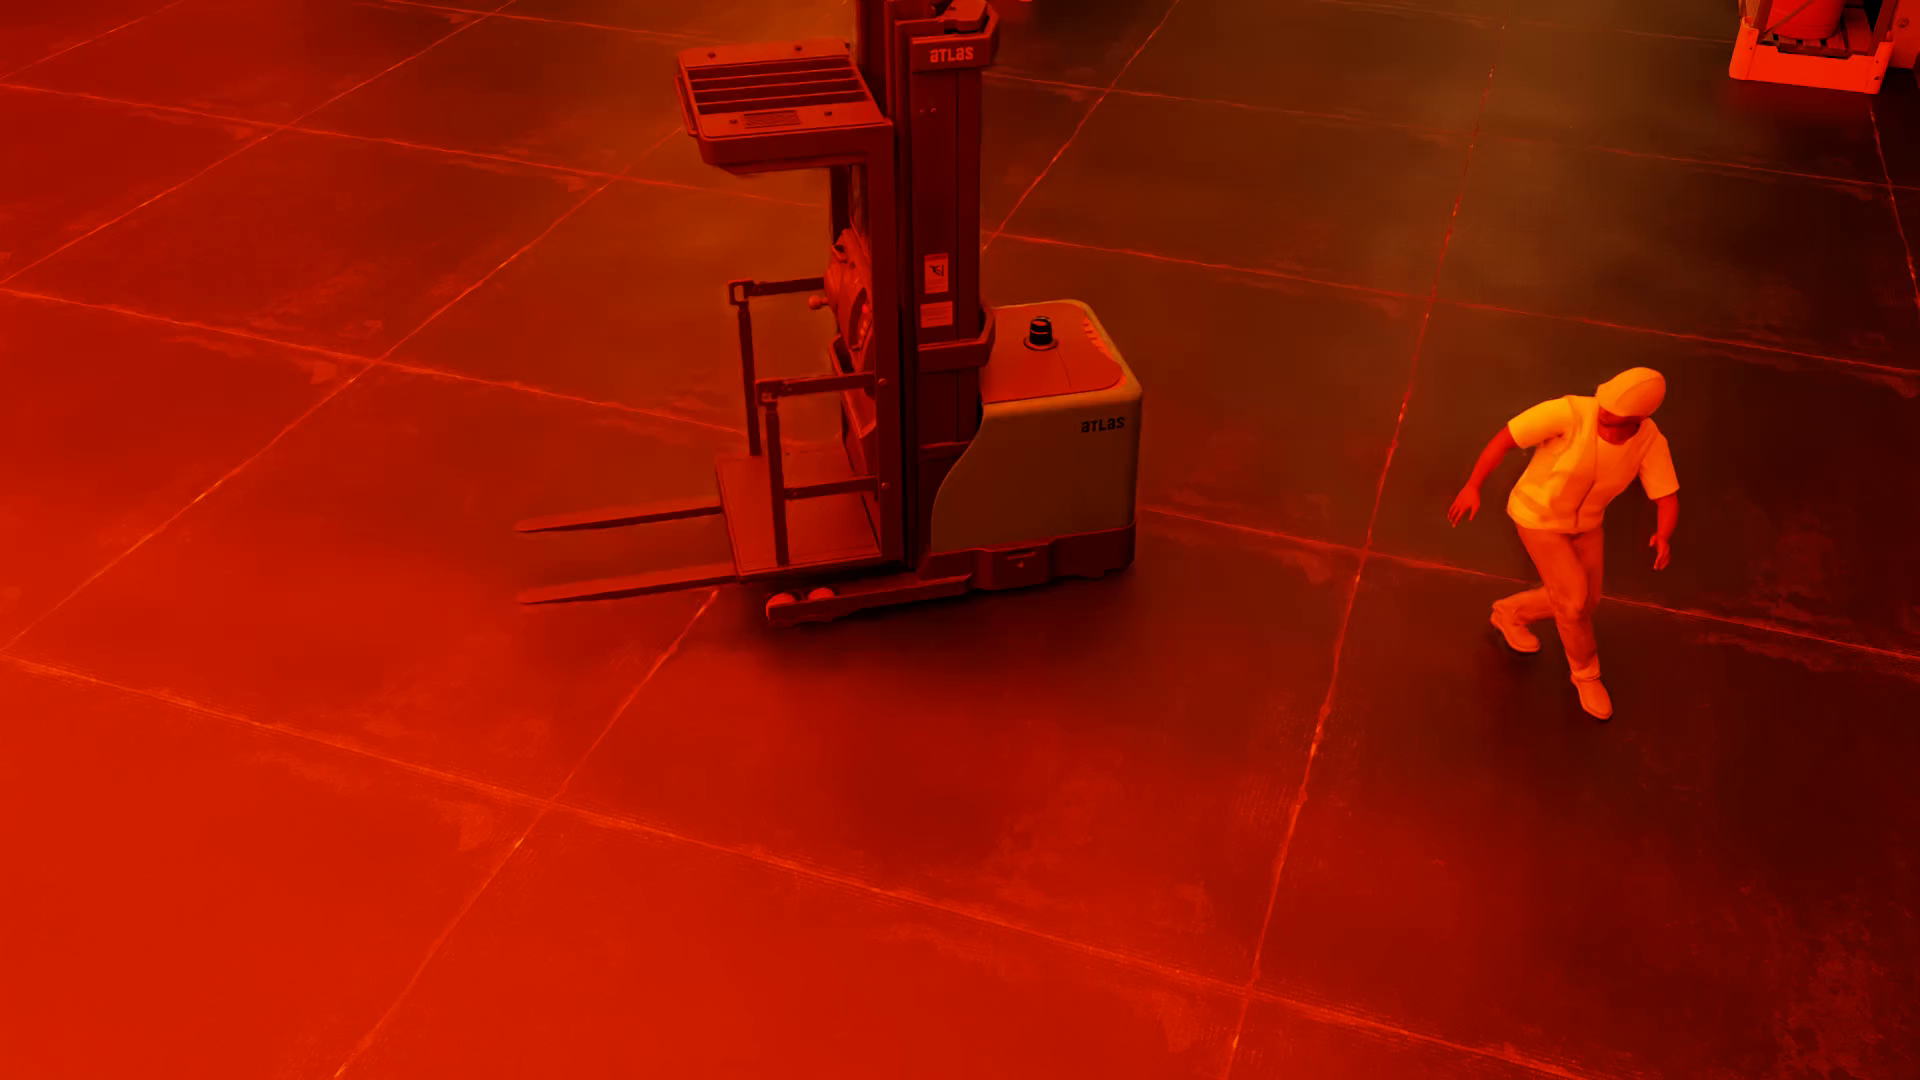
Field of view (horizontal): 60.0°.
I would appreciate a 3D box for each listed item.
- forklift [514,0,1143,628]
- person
[{"bbox_3d":[-0.693,-1.106,7.671,3.031,2.935,1.130,-8,36,-11],"label":"forklift"},{"bbox_3d":[2.650,-0.010,7.218,0.850,1.639,0.831,-10,37,-14],"label":"person"}]
